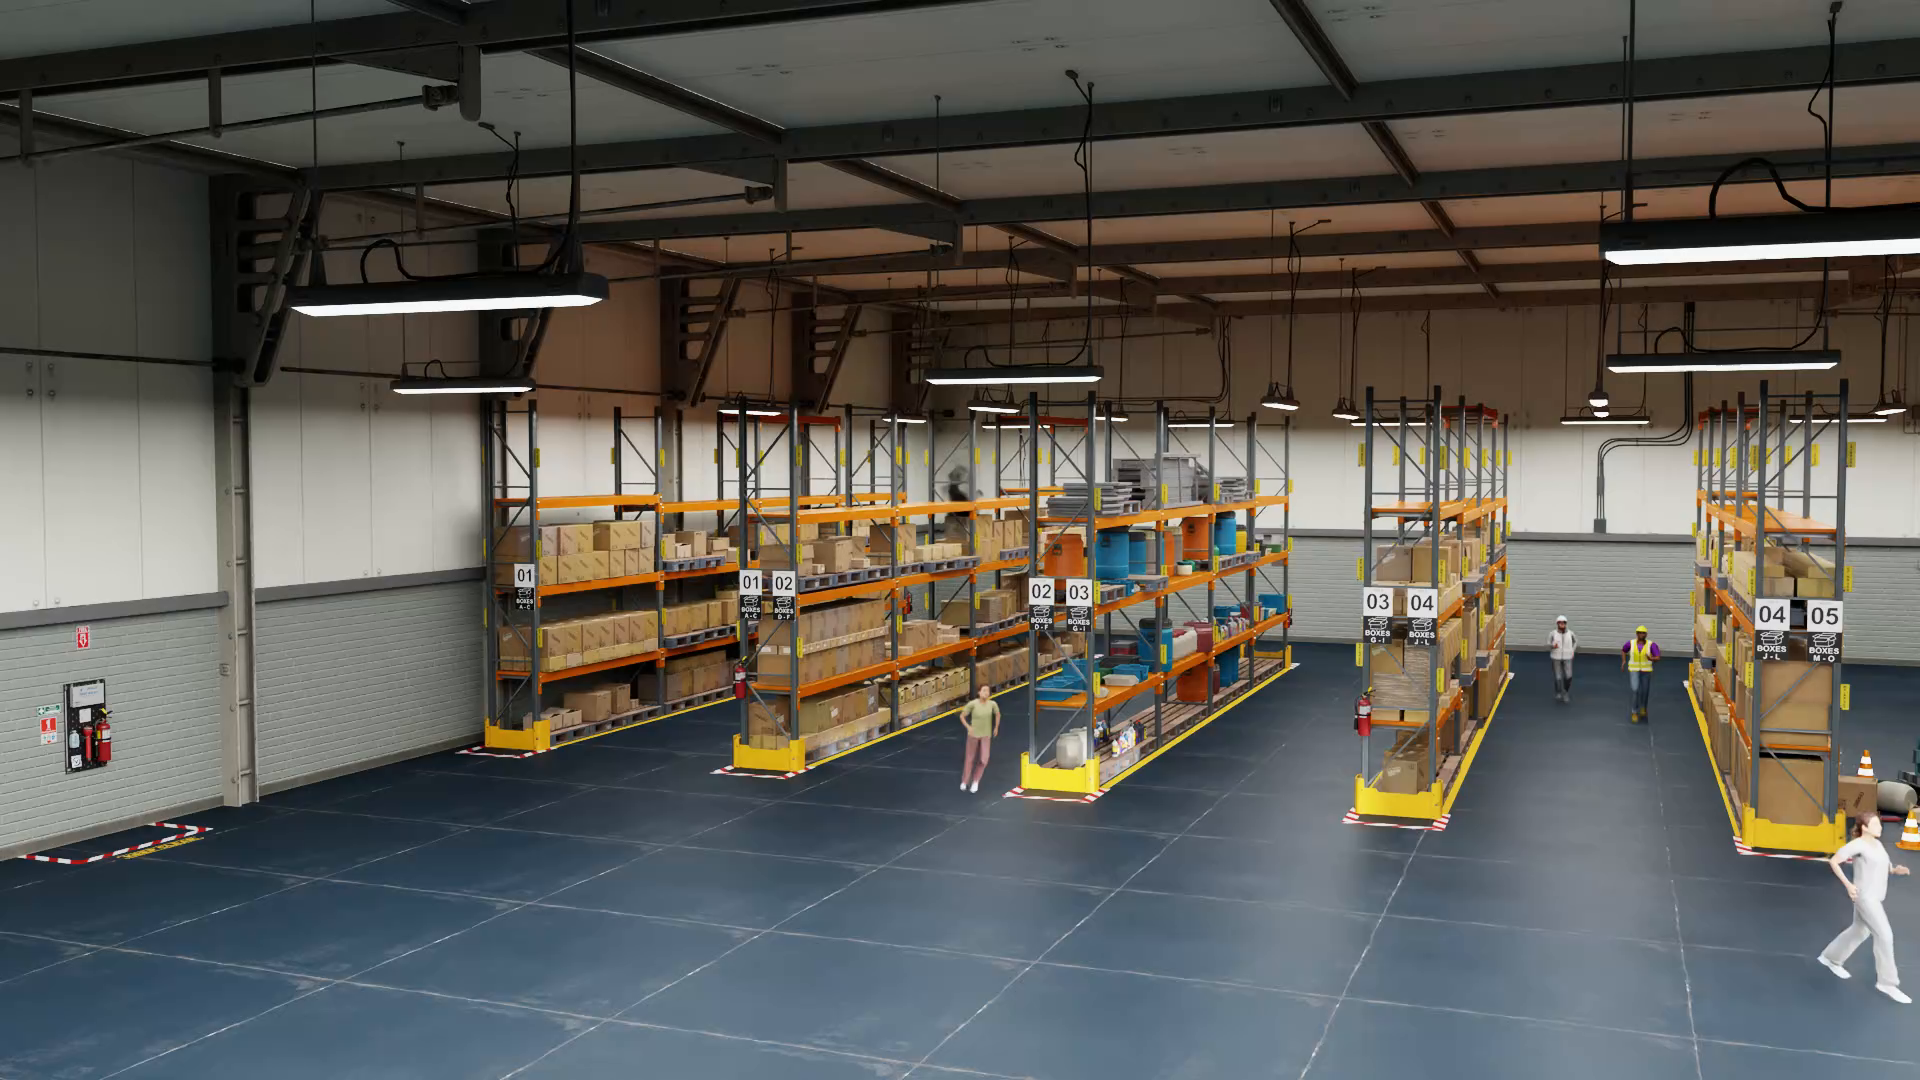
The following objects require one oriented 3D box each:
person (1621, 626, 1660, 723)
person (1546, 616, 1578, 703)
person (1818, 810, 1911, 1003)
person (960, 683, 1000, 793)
[{"bbox_3d":[12.999,2.537,31.763,0.685,1.806,0.871,1,3,21],"label":"person"},{"bbox_3d":[12.335,2.449,34.044,0.640,1.789,0.669,1,3,16],"label":"person"},{"bbox_3d":[8.482,3.379,15.568,0.550,1.702,0.879,-2,4,-40],"label":"person"},{"bbox_3d":[0.314,2.954,24.921,0.640,1.633,0.632,0,3,-6],"label":"person"}]
